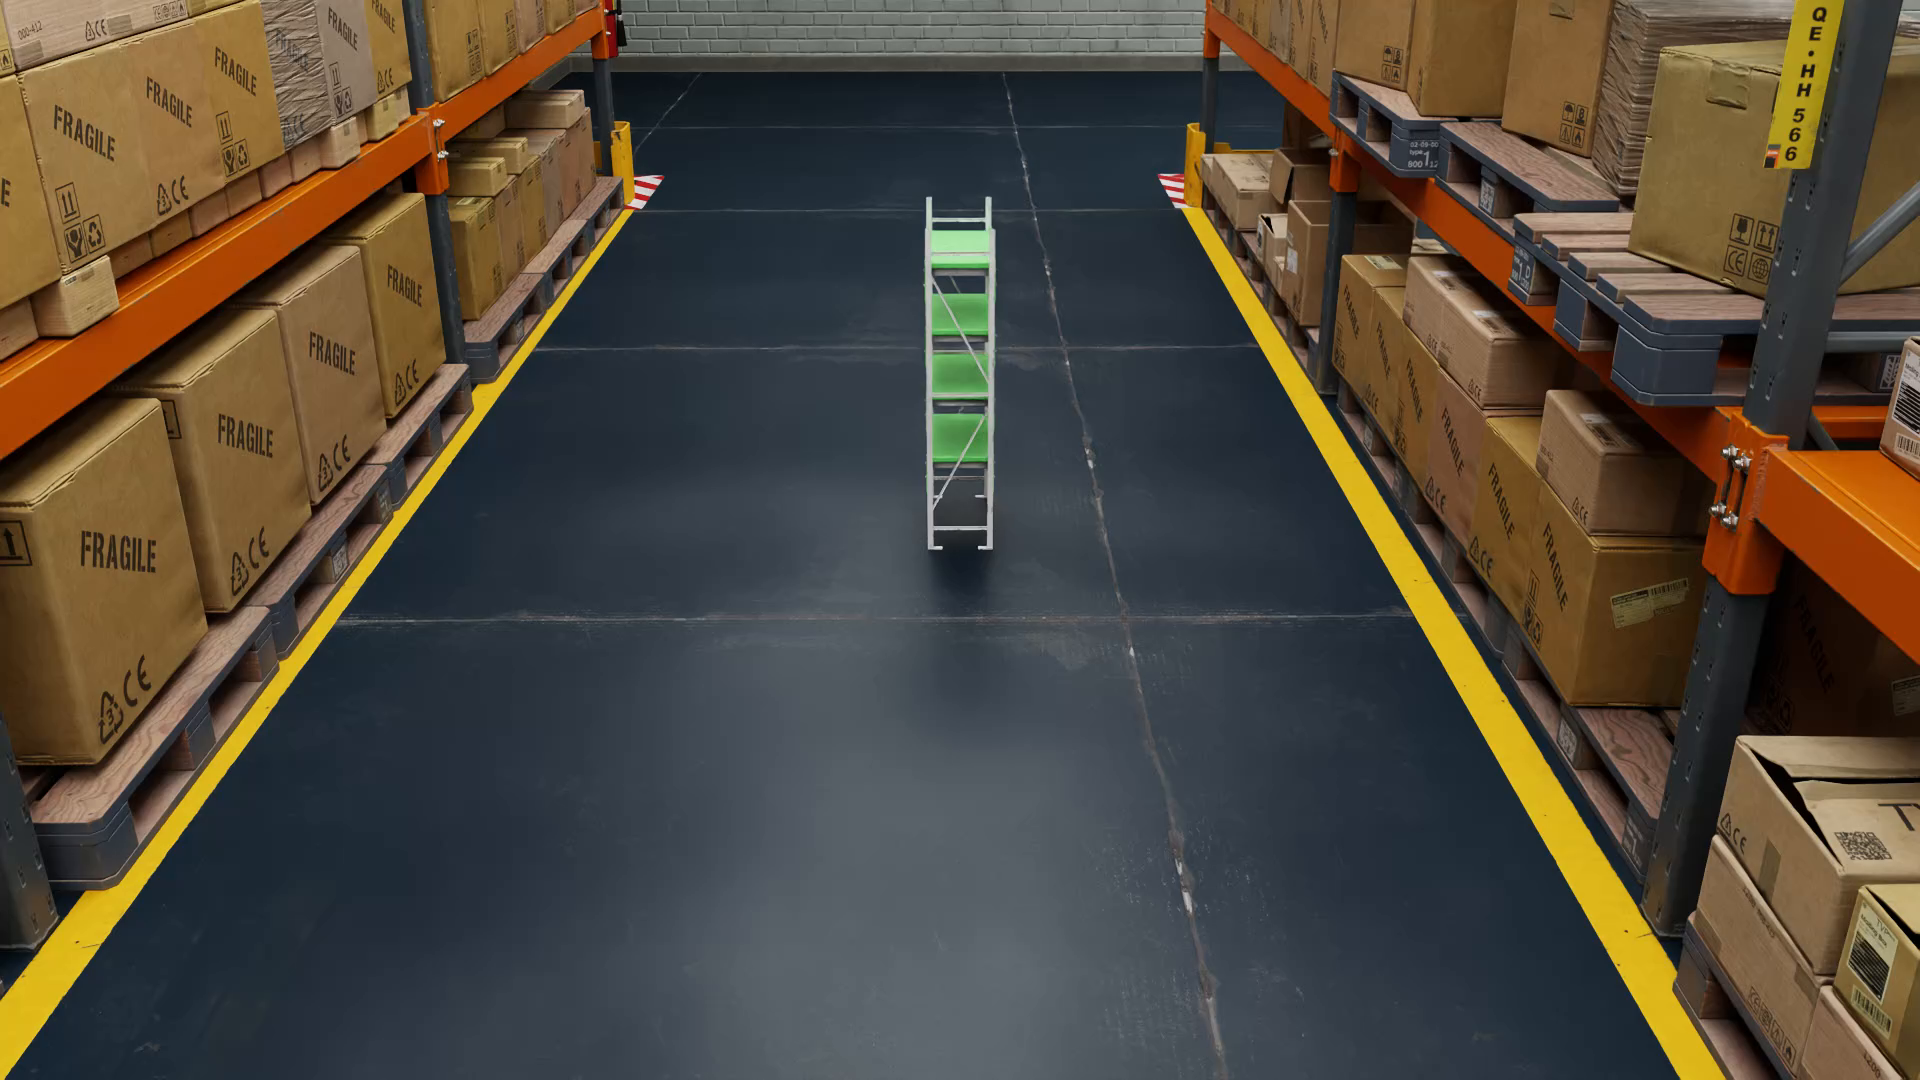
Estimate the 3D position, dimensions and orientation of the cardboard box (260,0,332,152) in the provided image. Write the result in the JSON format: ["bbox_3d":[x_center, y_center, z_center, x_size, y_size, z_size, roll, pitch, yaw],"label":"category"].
[{"bbox_3d":[-2.516,-1.620,5.686,0.500,0.500,0.500,0,24,0],"label":"cardboard box"}]

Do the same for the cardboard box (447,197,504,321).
[{"bbox_3d":[-2.692,-1.397,8.224,0.700,0.500,0.500,0,24,0],"label":"cardboard box"}]

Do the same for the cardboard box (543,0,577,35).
[{"bbox_3d":[-2.795,-3.312,9.568,0.980,0.700,0.700,0,24,-1],"label":"cardboard box"}]

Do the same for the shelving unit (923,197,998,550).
[{"bbox_3d":[-0.002,-0.615,6.154,0.258,1.200,0.503,0,24,-1],"label":"shelving unit"}]

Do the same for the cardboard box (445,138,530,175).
[{"bbox_3d":[-2.519,-2.050,8.879,0.380,0.149,0.250,-1,24,-2],"label":"cardboard box"}]

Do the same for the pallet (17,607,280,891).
[{"bbox_3d":[-2.676,0.557,4.762,1.003,0.211,1.213,0,24,-1],"label":"pallet"}]

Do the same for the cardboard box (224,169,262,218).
[{"bbox_3d":[-2.538,-1.160,5.455,0.380,0.149,0.250,0,24,1],"label":"cardboard box"}]

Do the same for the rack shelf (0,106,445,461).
[{"bbox_3d":[-2.764,-0.885,5.439,1.077,0.370,4.000,0,24,-1],"label":"rack shelf"}]

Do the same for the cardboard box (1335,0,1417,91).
[{"bbox_3d":[1.949,-2.101,6.624,0.700,0.500,0.500,-9,26,-18],"label":"cardboard box"}]

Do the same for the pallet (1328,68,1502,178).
[{"bbox_3d":[2.067,-1.643,6.476,1.003,0.211,1.213,0,24,-1],"label":"pallet"}]

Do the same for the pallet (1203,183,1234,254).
[{"bbox_3d":[2.134,-2.078,10.589,1.003,0.211,1.213,0,24,-1],"label":"pallet"}]

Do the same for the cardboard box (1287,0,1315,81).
[{"bbox_3d":[1.898,-2.523,8.067,0.500,0.500,0.500,0,24,1],"label":"cardboard box"}]

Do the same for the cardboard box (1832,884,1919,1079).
[{"bbox_3d":[1.937,0.827,2.927,0.500,0.311,0.500,-1,24,-2],"label":"cardboard box"}]

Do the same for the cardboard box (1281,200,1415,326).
[{"bbox_3d":[1.878,-1.355,8.106,0.500,0.500,0.500,0,24,-1],"label":"cardboard box"}]

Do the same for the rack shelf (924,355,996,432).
[{"bbox_3d":[-0.002,-0.557,6.180,0.258,0.148,0.480,0,24,-1],"label":"rack shelf"}]

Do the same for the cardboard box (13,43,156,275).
[{"bbox_3d":[-2.488,-0.996,4.305,0.500,0.500,0.500,1,24,1],"label":"cardboard box"}]

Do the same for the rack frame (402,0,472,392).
[{"bbox_3d":[-2.786,-2.036,7.113,1.000,3.000,0.127,0,24,-1],"label":"rack frame"}]

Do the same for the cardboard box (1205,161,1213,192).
[{"bbox_3d":[1.787,-2.341,10.690,0.380,0.166,0.250,0,24,-1],"label":"cardboard box"}]

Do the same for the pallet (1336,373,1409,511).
[{"bbox_3d":[2.214,-0.455,6.999,1.003,0.211,1.213,0,24,-1],"label":"pallet"}]

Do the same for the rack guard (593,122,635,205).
[{"bbox_3d":[-2.830,-2.556,11.294,1.175,0.500,0.348,0,24,-1],"label":"rack guard"}]

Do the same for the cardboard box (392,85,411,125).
[{"bbox_3d":[-2.499,-1.793,6.855,0.380,0.149,0.250,0,24,0],"label":"cardboard box"}]

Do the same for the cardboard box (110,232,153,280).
[{"bbox_3d":[-2.564,-0.843,4.755,0.380,0.149,0.250,0,24,1],"label":"cardboard box"}]

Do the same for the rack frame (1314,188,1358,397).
[{"bbox_3d":[2.167,-2.060,7.165,1.000,3.000,0.127,0,24,-1],"label":"rack frame"}]

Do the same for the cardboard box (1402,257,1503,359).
[{"bbox_3d":[1.940,-0.851,6.081,0.500,0.250,0.500,0,24,0],"label":"cardboard box"}]

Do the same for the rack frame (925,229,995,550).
[{"bbox_3d":[0.001,-0.514,5.931,0.240,1.200,0.015,0,24,-1],"label":"rack frame"}]

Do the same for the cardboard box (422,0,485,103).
[{"bbox_3d":[-2.776,-2.397,7.545,0.980,0.700,0.700,0,24,0],"label":"cardboard box"}]

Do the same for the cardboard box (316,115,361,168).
[{"bbox_3d":[-2.453,-1.474,6.149,0.380,0.149,0.250,0,24,-1],"label":"cardboard box"}]

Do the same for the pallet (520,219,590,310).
[{"bbox_3d":[-2.732,-1.584,9.495,1.003,0.211,1.213,0,24,-1],"label":"pallet"}]

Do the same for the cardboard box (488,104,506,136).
[{"bbox_3d":[-2.915,-2.483,9.838,0.380,0.149,0.250,0,24,0],"label":"cardboard box"}]

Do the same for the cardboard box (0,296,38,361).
[{"bbox_3d":[-2.508,-0.523,4.048,0.380,0.149,0.250,0,24,0],"label":"cardboard box"}]

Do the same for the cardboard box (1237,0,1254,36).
[{"bbox_3d":[1.878,-3.151,9.455,0.500,0.500,0.500,0,24,-1],"label":"cardboard box"}]

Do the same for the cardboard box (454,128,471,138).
[{"bbox_3d":[-2.905,-2.169,9.141,0.380,0.149,0.250,-1,24,-2],"label":"cardboard box"}]

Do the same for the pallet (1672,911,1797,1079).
[{"bbox_3d":[2.181,1.198,3.345,1.003,0.211,1.213,0,24,-1],"label":"pallet"}]

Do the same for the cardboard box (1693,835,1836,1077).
[{"bbox_3d":[1.923,0.867,3.521,0.500,0.250,0.500,0,24,-1],"label":"cardboard box"}]

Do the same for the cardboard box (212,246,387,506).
[{"bbox_3d":[-2.636,-0.615,6.068,0.750,0.750,0.750,0,24,1],"label":"cardboard box"}]

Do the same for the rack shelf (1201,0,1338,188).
[{"bbox_3d":[2.146,-2.557,9.136,1.077,0.370,4.000,0,24,-1],"label":"rack shelf"}]

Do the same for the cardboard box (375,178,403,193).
[{"bbox_3d":[-2.889,-1.632,7.956,0.380,0.149,0.250,0,24,-1],"label":"cardboard box"}]

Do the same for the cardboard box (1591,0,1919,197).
[{"bbox_3d":[2.272,-1.286,4.822,0.700,0.500,0.500,4,25,9],"label":"cardboard box"}]

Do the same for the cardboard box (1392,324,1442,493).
[{"bbox_3d":[1.944,-0.496,6.205,0.500,0.500,0.500,0,24,0],"label":"cardboard box"}]

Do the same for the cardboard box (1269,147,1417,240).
[{"bbox_3d":[2.142,-1.897,9.301,0.797,0.503,0.637,0,24,-1],"label":"cardboard box"}]

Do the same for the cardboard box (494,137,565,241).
[{"bbox_3d":[-2.710,-2.036,9.635,0.700,0.500,0.500,-1,24,-2],"label":"cardboard box"}]

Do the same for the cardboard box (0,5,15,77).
[{"bbox_3d":[-2.490,-1.120,3.670,0.500,0.250,0.500,0,24,1],"label":"cardboard box"}]

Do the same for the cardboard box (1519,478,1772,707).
[{"bbox_3d":[1.966,0.142,4.795,0.500,0.500,0.500,1,24,2],"label":"cardboard box"}]
